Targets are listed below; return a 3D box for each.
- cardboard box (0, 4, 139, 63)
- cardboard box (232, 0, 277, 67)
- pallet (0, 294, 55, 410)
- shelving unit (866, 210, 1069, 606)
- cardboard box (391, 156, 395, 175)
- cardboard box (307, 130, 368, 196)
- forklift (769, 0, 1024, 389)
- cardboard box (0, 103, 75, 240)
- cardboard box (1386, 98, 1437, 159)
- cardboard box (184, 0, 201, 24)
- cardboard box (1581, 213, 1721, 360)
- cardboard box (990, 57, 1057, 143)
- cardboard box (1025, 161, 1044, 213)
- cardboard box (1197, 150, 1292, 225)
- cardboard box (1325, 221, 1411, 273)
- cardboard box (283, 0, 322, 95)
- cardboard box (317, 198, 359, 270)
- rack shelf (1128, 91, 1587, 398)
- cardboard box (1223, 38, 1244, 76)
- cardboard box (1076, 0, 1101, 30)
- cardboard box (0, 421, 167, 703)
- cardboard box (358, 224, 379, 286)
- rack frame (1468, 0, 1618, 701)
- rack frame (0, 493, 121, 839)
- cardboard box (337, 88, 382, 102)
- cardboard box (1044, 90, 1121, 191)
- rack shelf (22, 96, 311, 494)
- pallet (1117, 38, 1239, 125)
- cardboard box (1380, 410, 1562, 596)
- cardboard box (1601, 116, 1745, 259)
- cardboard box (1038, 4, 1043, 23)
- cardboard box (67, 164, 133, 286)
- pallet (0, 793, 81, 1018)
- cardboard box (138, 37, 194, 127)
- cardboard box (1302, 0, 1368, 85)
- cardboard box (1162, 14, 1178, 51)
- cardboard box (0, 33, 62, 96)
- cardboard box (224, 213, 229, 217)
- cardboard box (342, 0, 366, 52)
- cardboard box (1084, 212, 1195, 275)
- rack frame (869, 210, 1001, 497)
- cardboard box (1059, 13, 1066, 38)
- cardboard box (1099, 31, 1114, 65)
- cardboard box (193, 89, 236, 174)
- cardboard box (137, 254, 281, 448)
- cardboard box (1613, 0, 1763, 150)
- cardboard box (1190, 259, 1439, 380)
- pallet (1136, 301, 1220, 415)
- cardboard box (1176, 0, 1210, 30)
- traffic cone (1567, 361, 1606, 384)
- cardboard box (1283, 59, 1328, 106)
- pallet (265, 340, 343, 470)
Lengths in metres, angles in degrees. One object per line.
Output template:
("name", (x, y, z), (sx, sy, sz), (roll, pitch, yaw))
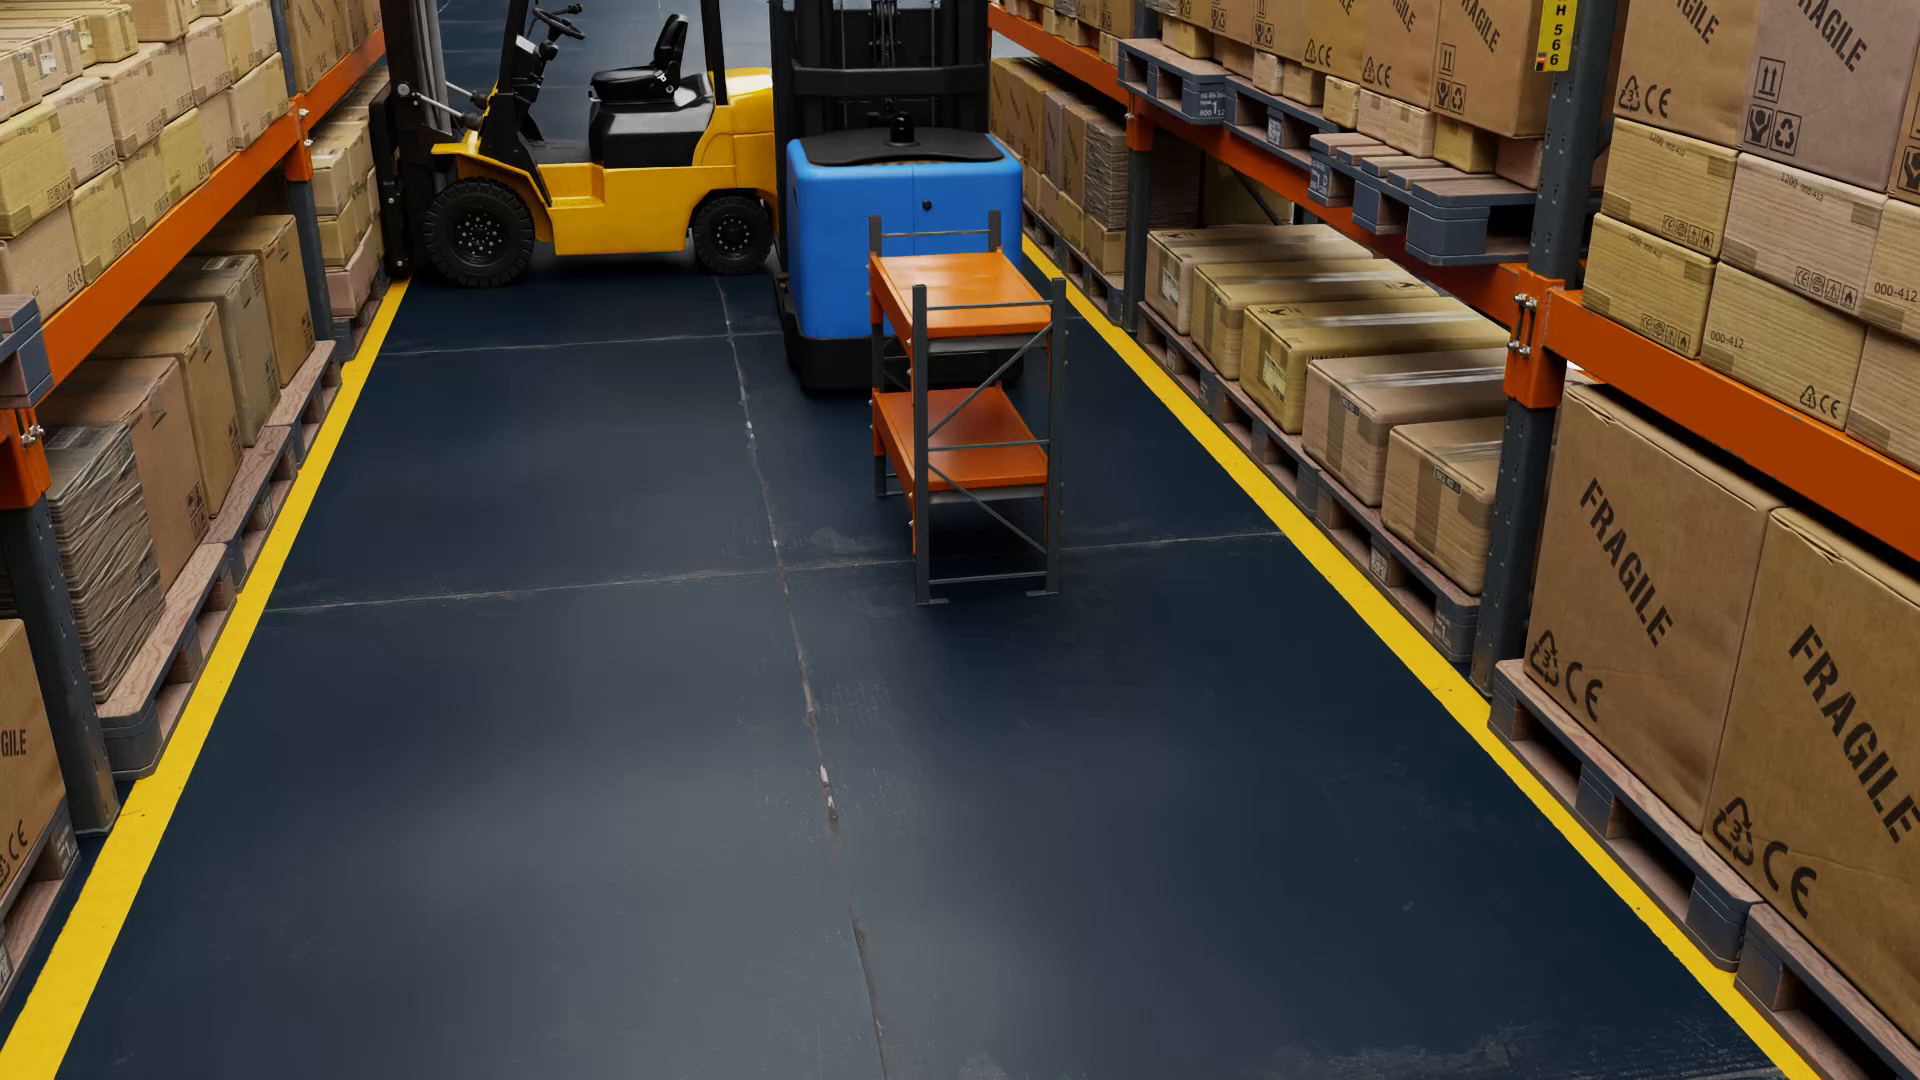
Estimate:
("cardboard box", (-2.795, -1.569, 5.160), (0.380, 0.149, 0.250), (-4, 24, -9))
("cardboard box", (-3.174, -2.132, 6.946), (0.500, 0.250, 0.500), (-5, 24, -11))
("pallet", (-2.582, -0.223, 3.252), (1.213, 0.211, 1.003), (-4, 24, -10))
("shelving unit", (0.001, -0.513, 6.019), (0.538, 1.125, 1.048), (-4, 24, -10))
("cardboard box", (-3.571, -2.115, 9.632), (0.500, 0.250, 0.500), (-4, 24, -10))
("cardboard box", (-3.382, -1.952, 8.632), (0.500, 0.250, 0.500), (-4, 24, -10))
("forklift", (-0.441, -2.597, 8.534), (1.130, 2.935, 3.031), (-4, 24, -8))
("cardboard box", (-2.594, -0.927, 4.188), (0.500, 0.250, 0.500), (-4, 24, -10))
("cardboard box", (1.598, -1.326, 5.327), (0.380, 0.149, 0.250), (-5, 24, -10))
("cardboard box", (-3.010, -1.969, 6.075), (0.380, 0.149, 0.250), (-5, 24, -11))
("cardboard box", (1.944, -0.661, 4.204), (0.500, 0.250, 0.500), (-5, 24, -11))
("cardboard box", (0.504, -3.017, 11.383), (0.500, 0.500, 0.500), (-5, 24, -12))
("cardboard box", (0.700, -2.267, 10.604), (0.500, 0.250, 0.500), (-3, 24, -6))
("cardboard box", (1.518, -2.042, 9.153), (0.500, 0.500, 0.500), (-3, 24, -7))
("cardboard box", (2.501, -1.892, 9.955), (0.500, 0.500, 0.500), (13, 27, 27))
("cardboard box", (-3.341, -2.385, 7.839), (0.500, 0.500, 0.500), (-5, 24, -11))
("cardboard box", (-3.302, -1.520, 8.269), (0.500, 0.250, 0.500), (-4, 24, -10))
("rack shelf", (1.731, -1.398, 6.602), (1.077, 0.370, 4.000), (-4, 24, -10))
("cardboard box", (1.325, -2.042, 6.967), (0.380, 0.149, 0.250), (-4, 24, -9))
("cardboard box", (0.933, -3.055, 9.000), (0.500, 0.500, 0.500), (-4, 24, -8))
("cardboard box", (-2.878, 0.077, 4.768), (0.875, 0.625, 0.625), (-4, 24, -8))
("cardboard box", (-3.389, -1.491, 8.828), (0.500, 0.250, 0.500), (-5, 24, -11))
("rack frame", (2.101, -0.941, 4.657), (1.000, 3.000, 0.127), (-4, 24, -10))
("rack frame", (-2.776, -0.572, 3.812), (1.000, 3.000, 0.127), (-4, 24, -10))
("cardboard box", (-3.661, -2.553, 10.010), (0.500, 0.250, 0.500), (-4, 24, -9))
("cardboard box", (0.797, -2.404, 9.980), (0.500, 0.500, 0.500), (-3, 24, -7))
("rack shelf", (-3.146, -1.029, 5.758), (1.077, 0.370, 4.000), (-4, 24, -10))
("pallet", (1.360, -2.115, 7.585), (1.003, 0.211, 1.213), (-4, 24, -10))
("cardboard box", (2.006, -0.152, 5.609), (0.950, 0.372, 0.625), (-6, 24, -13))
("cardboard box", (1.952, -0.884, 4.089), (0.500, 0.250, 0.500), (-4, 24, -10))
("cardboard box", (0.702, -3.313, 10.402), (0.380, 0.149, 0.250), (-3, 24, -8))
("cardboard box", (-2.706, -0.894, 4.737), (0.500, 0.250, 0.500), (-5, 24, -11))
("pallet", (-2.675, 1.002, 3.692), (1.003, 0.211, 1.213), (-4, 24, -10))
("cardboard box", (-2.908, -1.529, 5.565), (0.500, 0.250, 0.500), (-4, 24, -9))
("cardboard box", (1.543, -1.875, 5.774), (0.500, 0.500, 0.500), (-6, 24, -13))
("cardboard box", (1.153, -2.351, 7.674), (0.380, 0.149, 0.250), (-4, 24, -9))
("cardboard box", (-2.669, -1.267, 4.467), (0.380, 0.149, 0.250), (-4, 24, -8))
("cardboard box", (-3.797, -1.715, 8.091), (0.500, 0.250, 0.500), (-4, 24, -9))
("cardboard box", (-3.621, -2.987, 9.217), (0.500, 0.500, 0.500), (-4, 24, -9))
("cardboard box", (0.988, -1.659, 9.212), (0.500, 0.250, 0.500), (-3, 24, -7))
("rack frame", (-0.093, -0.713, 6.477), (0.500, 1.125, 0.032), (-4, 24, -10))
("cardboard box", (0.793, -3.005, 9.697), (0.380, 0.149, 0.250), (-5, 24, -11))
("cardboard box", (0.950, -2.601, 8.771), (0.380, 0.149, 0.250), (-4, 24, -9))
("cardboard box", (-3.006, -1.503, 6.131), (0.500, 0.250, 0.500), (-4, 24, -9))
("cardboard box", (-3.272, -0.740, 6.638), (0.875, 0.625, 0.625), (-5, 24, -10))
("cardboard box", (1.952, -1.233, 3.951), (0.500, 0.500, 0.500), (-5, 24, -12))
("cardboard box", (1.597, -1.014, 7.582), (0.950, 0.372, 0.625), (-3, 24, -6))
("pallet", (1.507, -0.930, 8.117), (1.003, 0.211, 1.213), (-4, 24, -10))
("cardboard box", (1.260, -2.486, 7.174), (0.500, 0.500, 0.500), (-4, 24, -10))
("traffic cone", (2.967, -0.968, 7.888), (0.336, 0.463, 0.334), (-4, 24, -10))
("cardboard box", (1.445, -1.733, 6.261), (0.380, 0.149, 0.250), (-5, 24, -11))
("pallet", (-3.341, -0.581, 7.316), (1.003, 0.211, 1.213), (-4, 24, -10))
